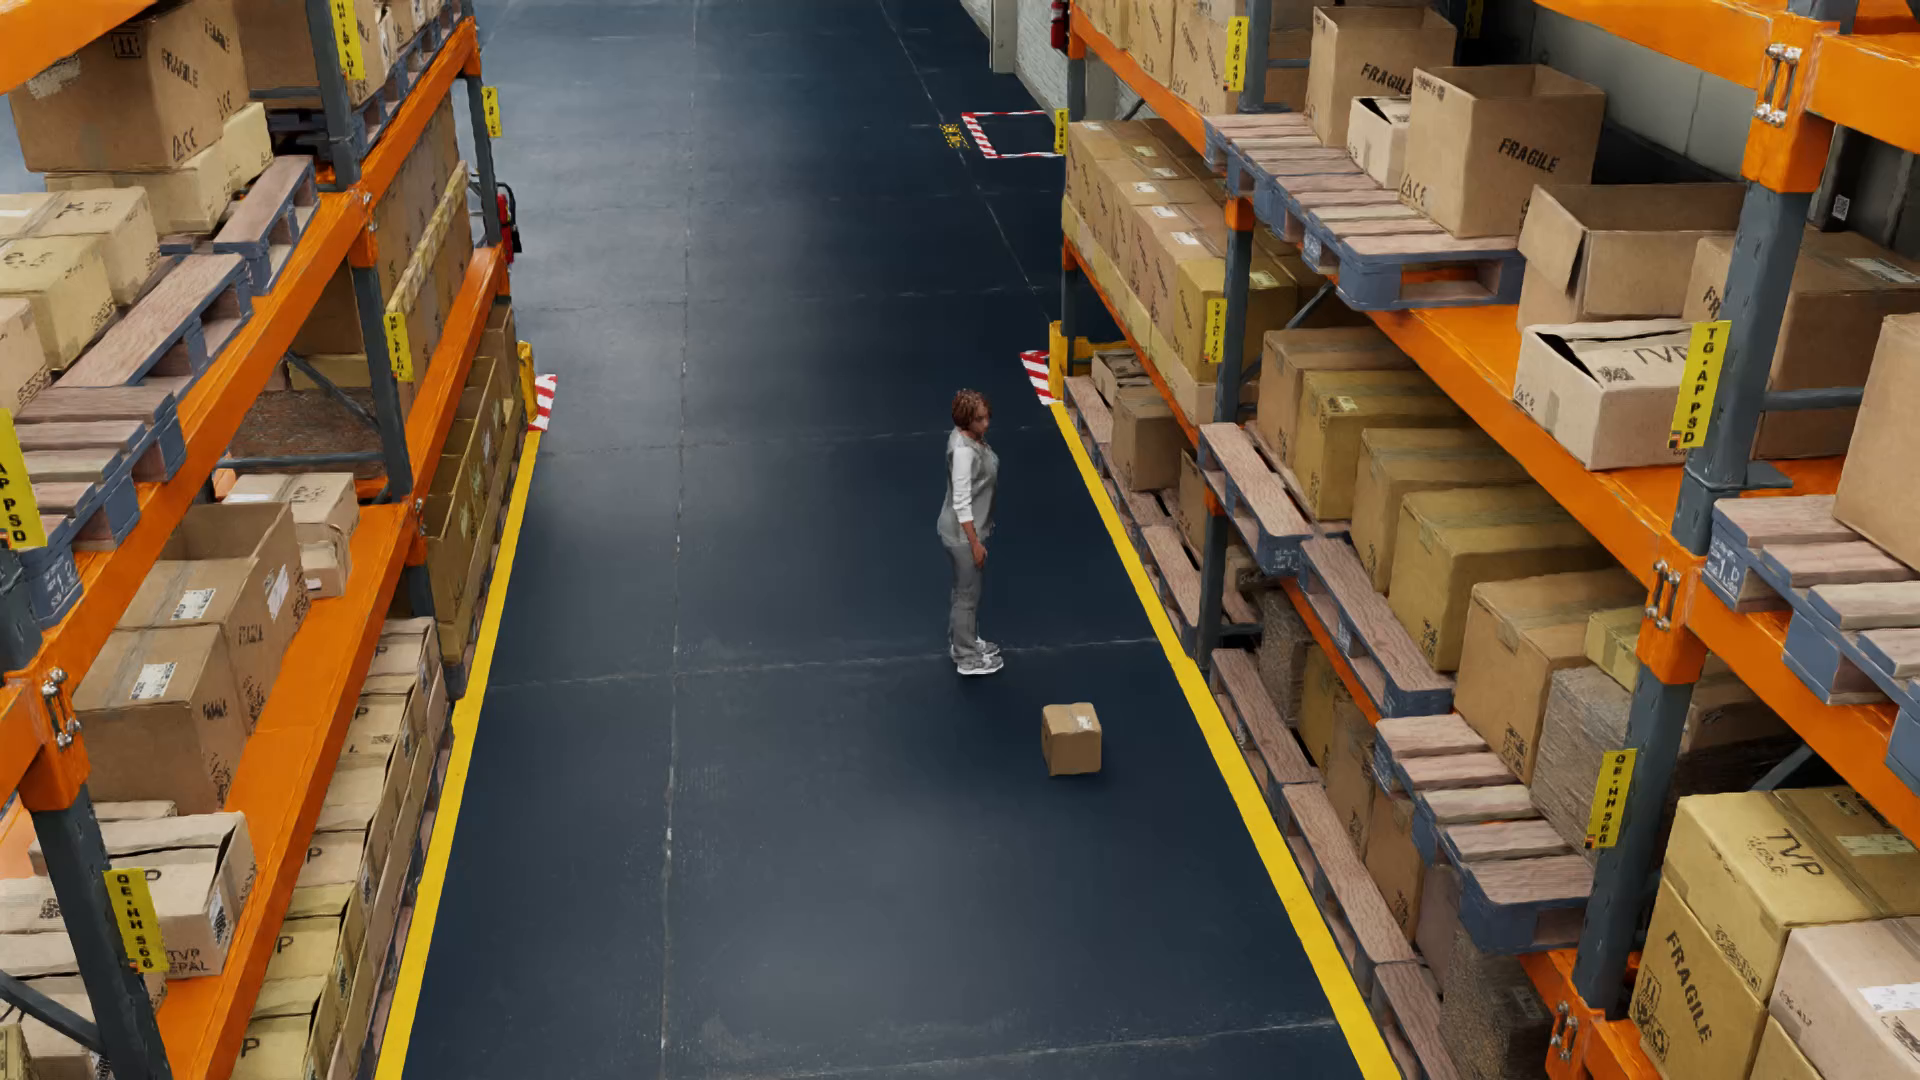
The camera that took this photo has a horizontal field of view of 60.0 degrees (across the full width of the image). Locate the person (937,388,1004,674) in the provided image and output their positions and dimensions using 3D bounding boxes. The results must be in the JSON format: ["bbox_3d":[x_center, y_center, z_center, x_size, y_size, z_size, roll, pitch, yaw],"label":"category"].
[{"bbox_3d":[0.063,-0.033,8.674,0.362,1.632,0.460,3,28,5],"label":"person"}]
